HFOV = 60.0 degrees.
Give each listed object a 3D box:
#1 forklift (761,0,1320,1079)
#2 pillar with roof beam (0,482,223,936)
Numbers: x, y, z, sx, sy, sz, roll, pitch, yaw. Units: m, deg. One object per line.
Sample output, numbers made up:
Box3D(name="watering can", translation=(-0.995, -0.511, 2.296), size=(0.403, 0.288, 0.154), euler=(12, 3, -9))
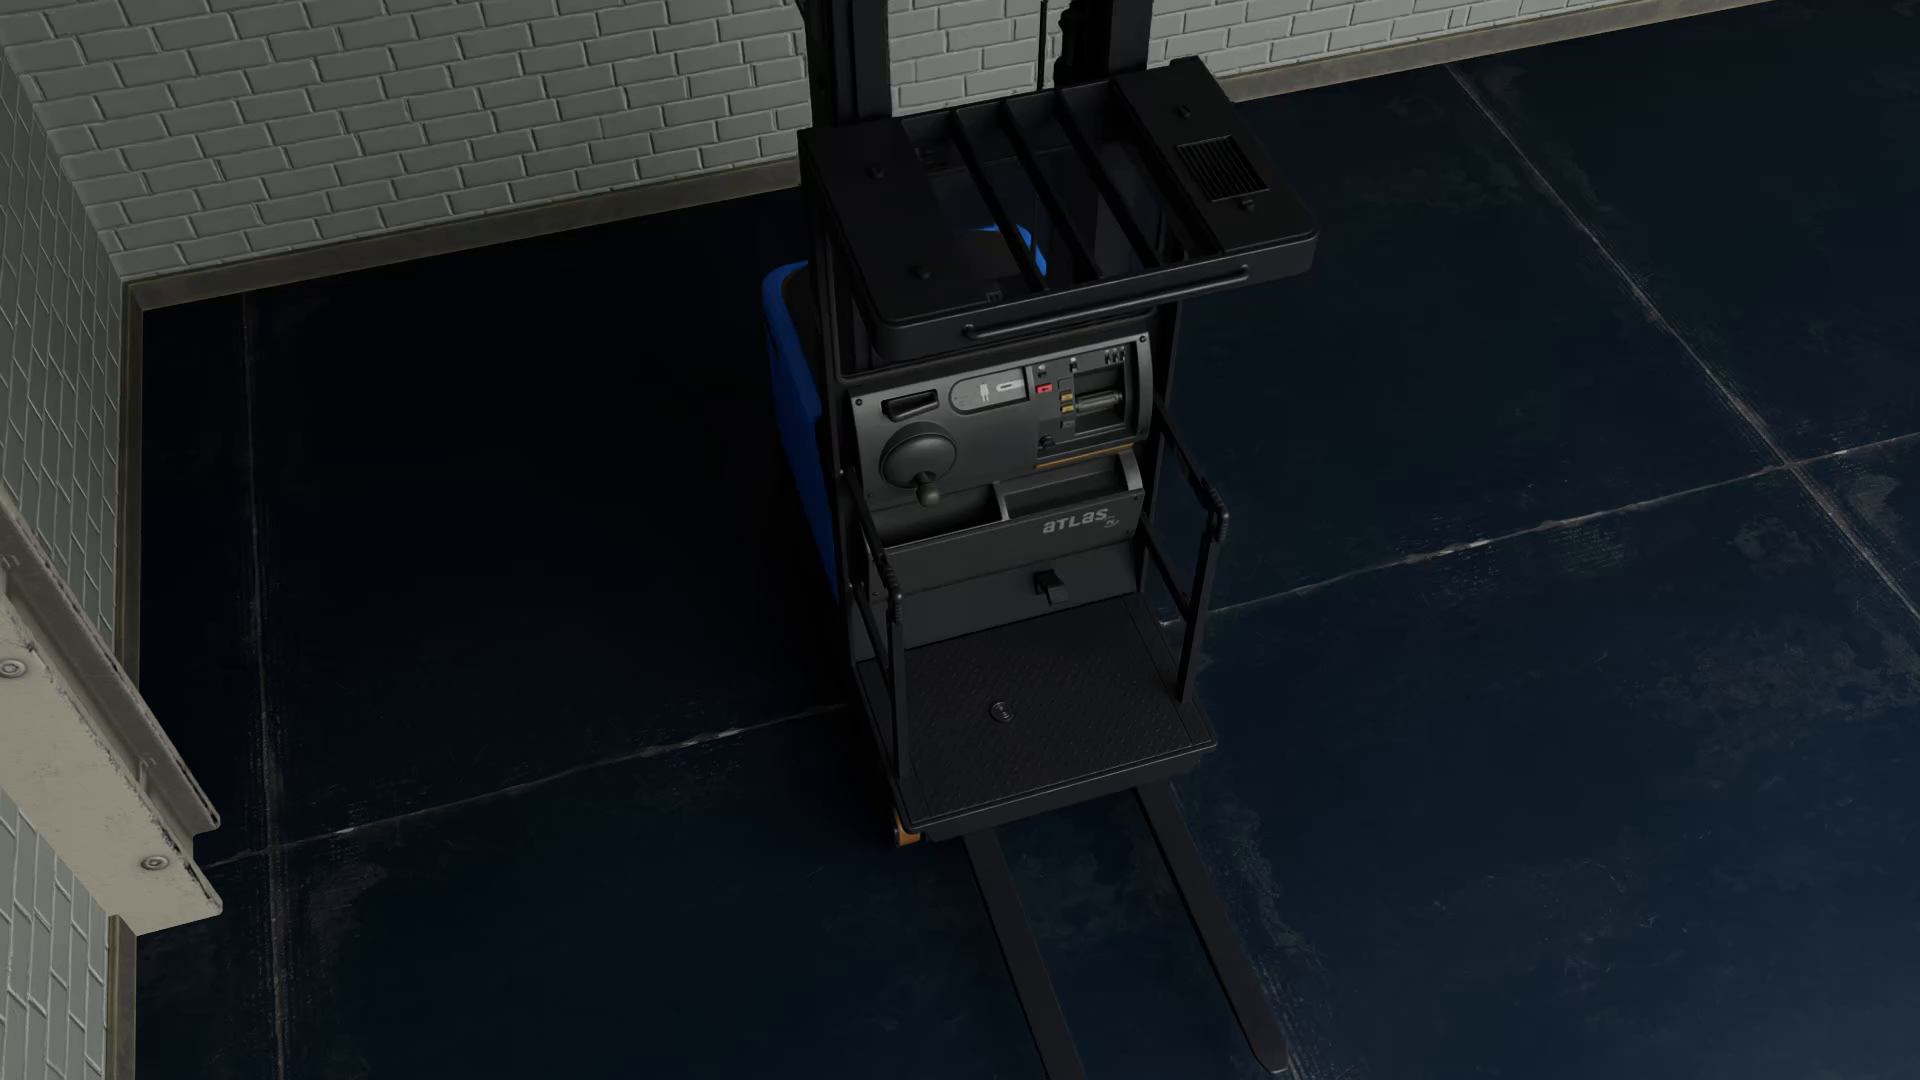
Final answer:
Box3D(name="forklift", translation=(0.201, -0.261, 4.843), size=(1.130, 2.935, 3.031), euler=(-14, 51, -11))
Box3D(name="pillar with roof beam", translation=(1.467, -2.749, 2.971), size=(9.100, 9.000, 0.400), euler=(-13, 51, -11))
